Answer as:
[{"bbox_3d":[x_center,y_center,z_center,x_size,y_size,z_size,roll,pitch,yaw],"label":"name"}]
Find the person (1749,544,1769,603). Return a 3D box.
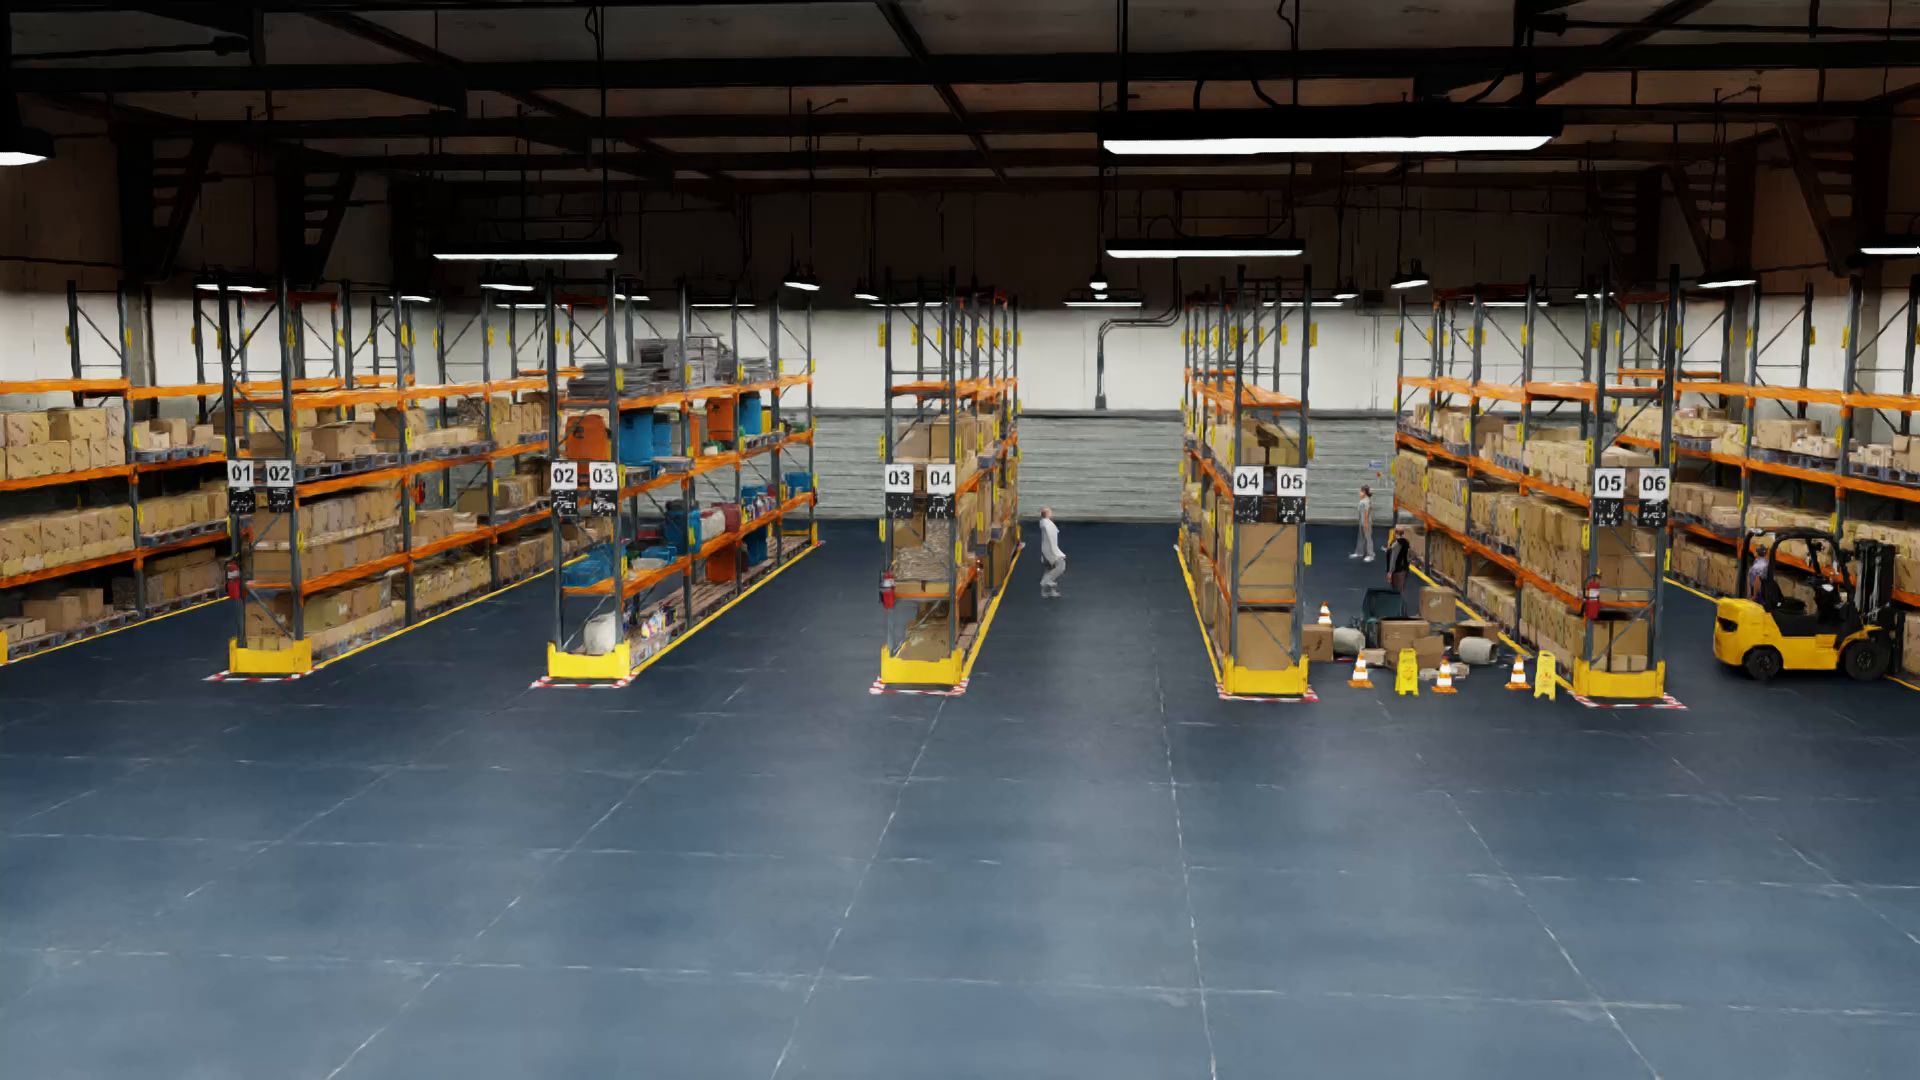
[{"bbox_3d":[13.015,0.888,27.128,0.556,1.641,0.605,4,8,31],"label":"person"}]

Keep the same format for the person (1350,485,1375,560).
[{"bbox_3d":[9.113,-0.408,37.592,0.511,1.673,0.625,0,7,4],"label":"person"}]

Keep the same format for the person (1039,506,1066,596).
[{"bbox_3d":[1.760,0.223,31.933,0.477,1.762,0.706,-1,7,-8],"label":"person"}]

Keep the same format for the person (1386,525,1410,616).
[{"bbox_3d":[7.697,0.580,29.340,0.555,1.722,0.615,5,8,33],"label":"person"}]
